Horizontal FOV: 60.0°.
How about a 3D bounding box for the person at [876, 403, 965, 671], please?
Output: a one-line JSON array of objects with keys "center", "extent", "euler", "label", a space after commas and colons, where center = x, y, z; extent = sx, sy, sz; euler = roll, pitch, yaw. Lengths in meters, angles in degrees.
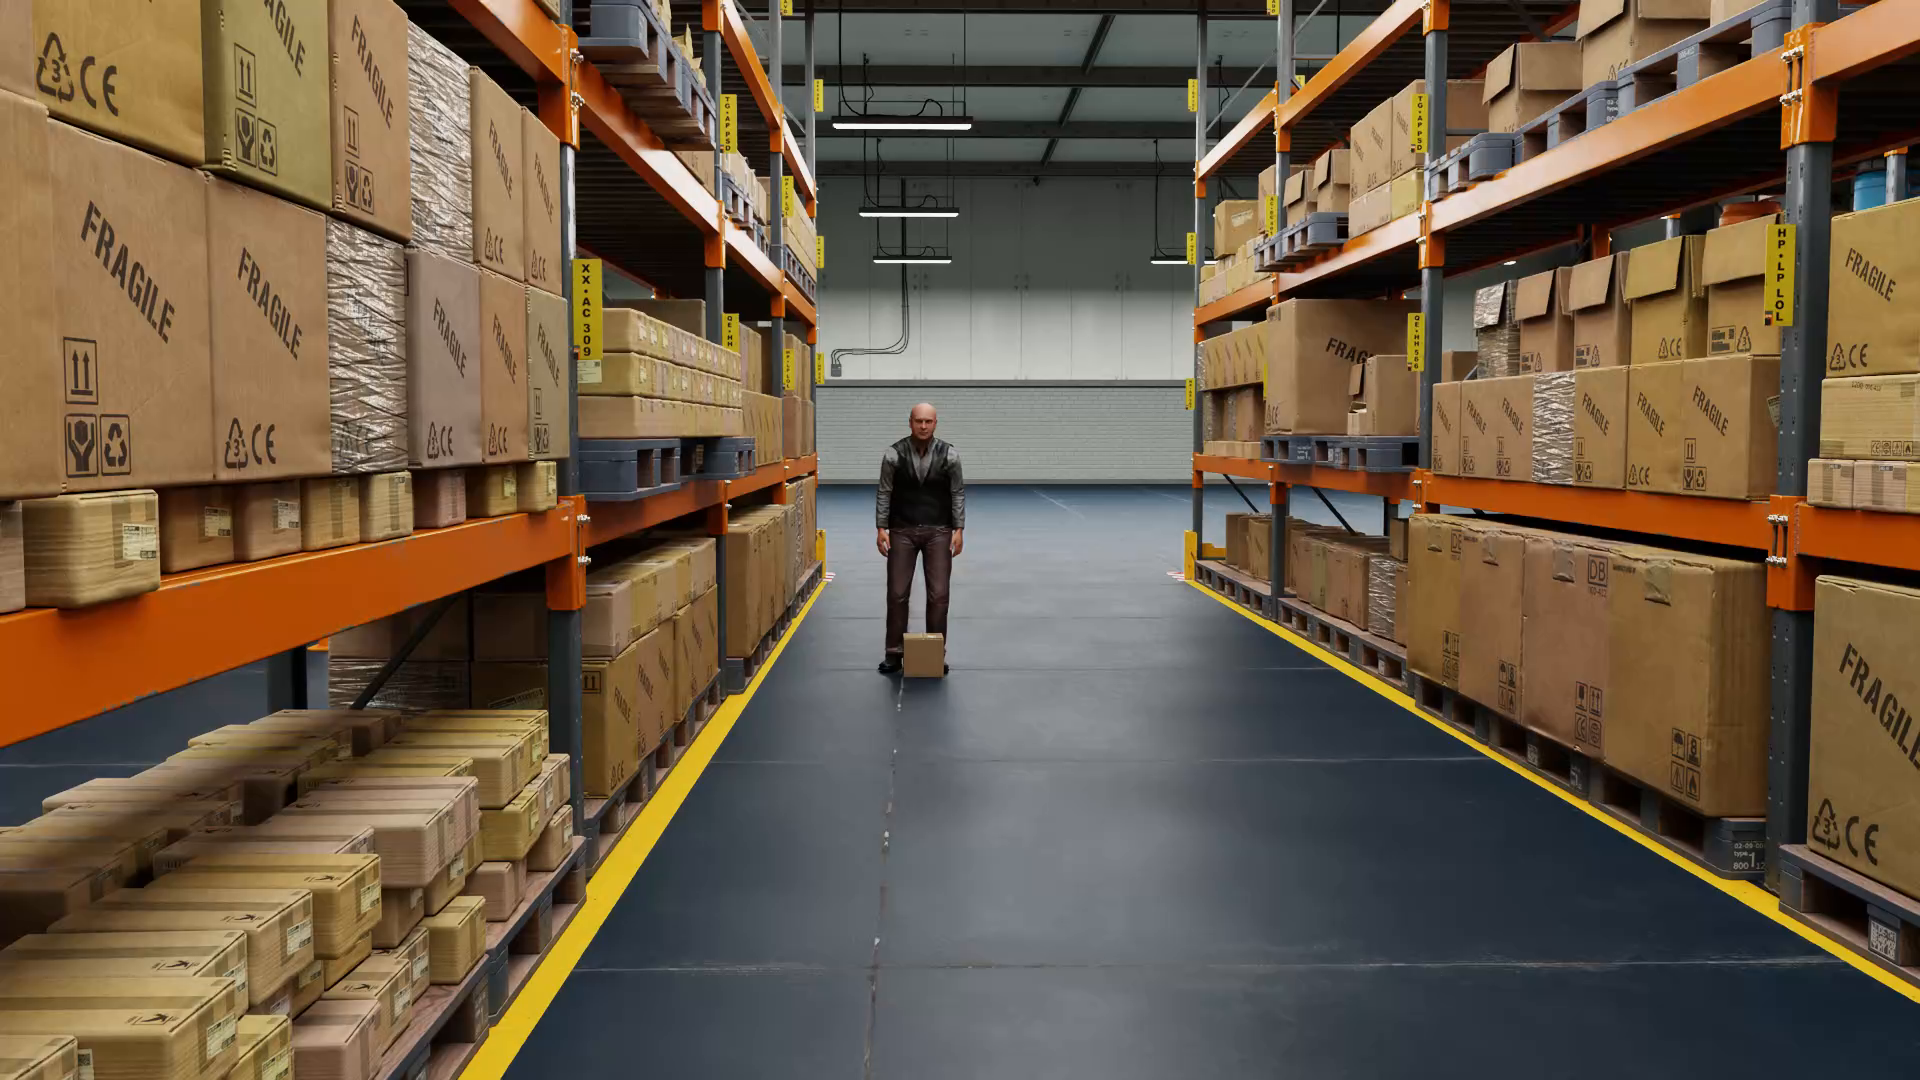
[{"center": [-0.255, -0.021, 10.737], "extent": [0.579, 1.720, 0.468], "euler": [0, 4, -2], "label": "person"}]
